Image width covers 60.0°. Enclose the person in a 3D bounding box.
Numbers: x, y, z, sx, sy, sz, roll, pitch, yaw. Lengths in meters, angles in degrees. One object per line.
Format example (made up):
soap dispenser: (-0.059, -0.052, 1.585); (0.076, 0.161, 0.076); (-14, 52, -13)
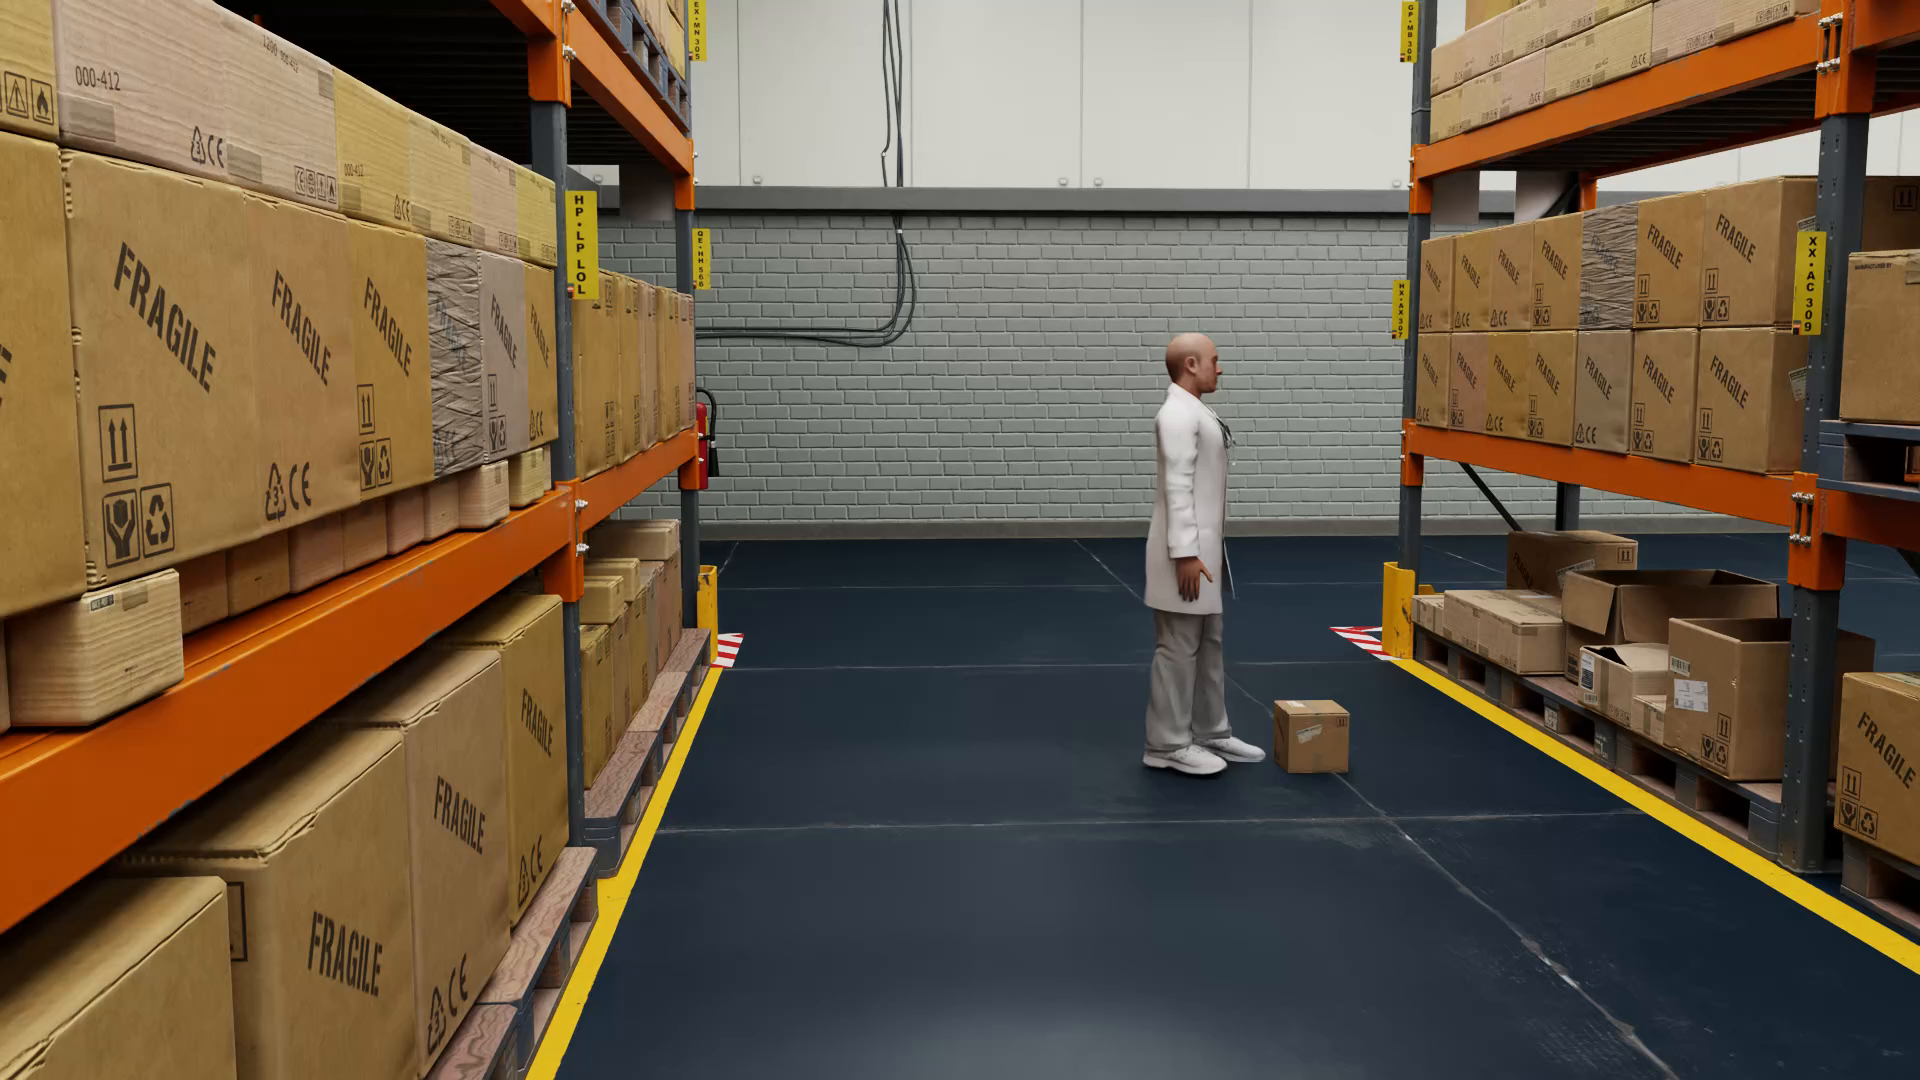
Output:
person: (1.000, 0.062, 6.754); (0.494, 1.798, 0.637); (2, 7, 13)
